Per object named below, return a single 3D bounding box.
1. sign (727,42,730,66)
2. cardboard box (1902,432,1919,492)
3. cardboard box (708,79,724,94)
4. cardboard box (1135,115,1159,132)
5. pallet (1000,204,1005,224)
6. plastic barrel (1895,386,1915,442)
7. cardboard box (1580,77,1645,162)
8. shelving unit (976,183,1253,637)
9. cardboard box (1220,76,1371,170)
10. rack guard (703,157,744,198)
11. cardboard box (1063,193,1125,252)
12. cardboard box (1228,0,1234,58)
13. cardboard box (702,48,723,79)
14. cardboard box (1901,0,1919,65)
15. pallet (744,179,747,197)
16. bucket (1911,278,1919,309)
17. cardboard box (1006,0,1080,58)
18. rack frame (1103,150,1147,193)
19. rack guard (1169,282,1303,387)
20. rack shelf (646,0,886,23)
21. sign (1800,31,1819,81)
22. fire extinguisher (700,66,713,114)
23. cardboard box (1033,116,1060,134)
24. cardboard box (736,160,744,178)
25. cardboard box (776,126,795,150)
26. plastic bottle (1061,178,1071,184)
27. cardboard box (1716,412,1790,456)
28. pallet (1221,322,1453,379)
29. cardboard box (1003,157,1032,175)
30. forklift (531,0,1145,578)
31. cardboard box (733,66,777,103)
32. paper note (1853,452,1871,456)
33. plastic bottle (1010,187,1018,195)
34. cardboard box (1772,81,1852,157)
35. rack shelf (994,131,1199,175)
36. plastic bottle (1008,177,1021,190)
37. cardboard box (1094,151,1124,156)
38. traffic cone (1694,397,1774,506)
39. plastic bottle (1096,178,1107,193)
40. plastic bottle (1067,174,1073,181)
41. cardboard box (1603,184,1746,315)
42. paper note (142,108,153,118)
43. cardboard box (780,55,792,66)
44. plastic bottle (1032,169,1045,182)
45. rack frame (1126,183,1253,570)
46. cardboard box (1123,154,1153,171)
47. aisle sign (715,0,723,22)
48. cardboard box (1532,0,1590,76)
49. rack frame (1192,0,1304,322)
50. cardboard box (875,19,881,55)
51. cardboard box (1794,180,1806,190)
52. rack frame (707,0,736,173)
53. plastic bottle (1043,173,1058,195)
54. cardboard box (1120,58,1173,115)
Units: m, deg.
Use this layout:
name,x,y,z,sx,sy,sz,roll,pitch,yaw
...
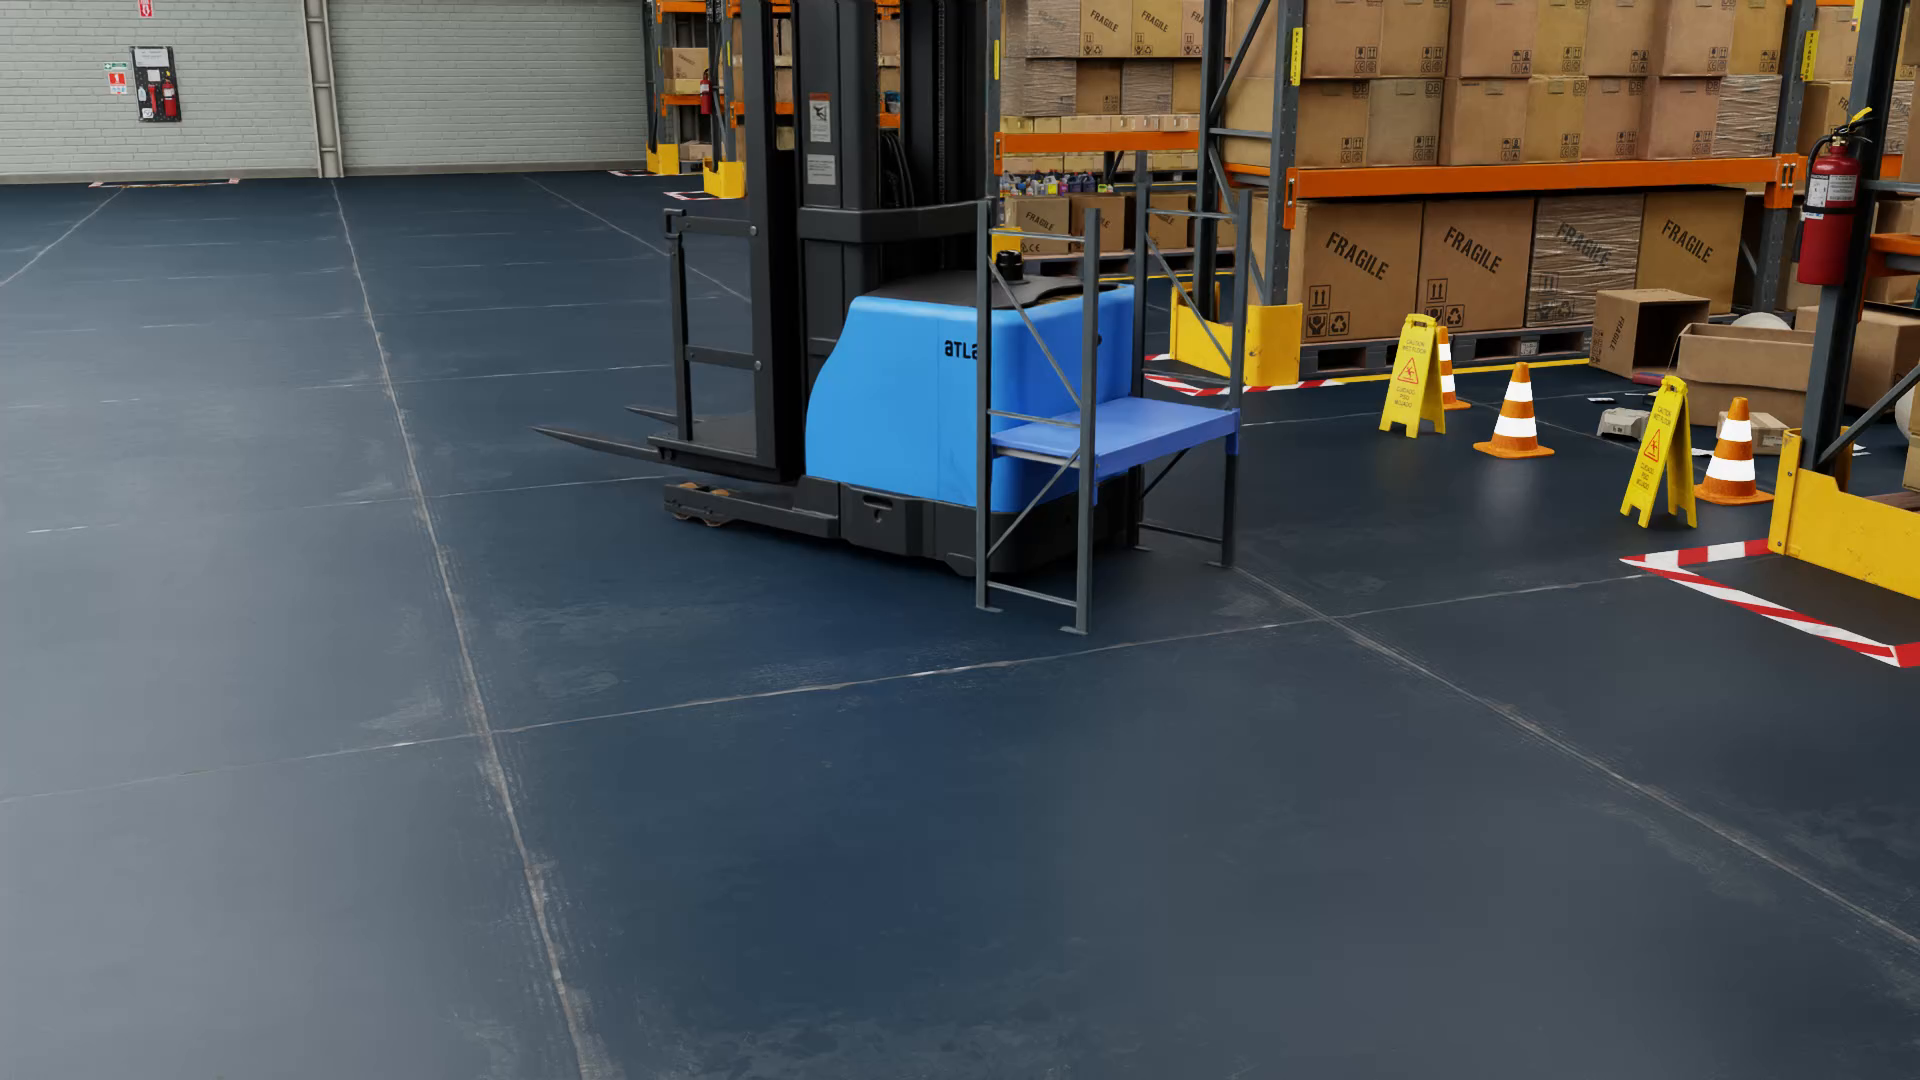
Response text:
name,x,y,z,sx,sy,sz,roll,pitch,yaw
sign,-3.228,-6.787,23.208,0.005,0.325,0.100,-6,17,-20
cardboard box,4.347,-0.303,6.940,0.500,0.250,0.500,-6,17,-20
cardboard box,-4.148,-7.742,28.370,0.500,0.250,0.500,-7,18,-22
cardboard box,1.636,-3.846,15.318,0.250,0.149,0.380,-6,17,-20
pallet,0.300,-4.061,20.552,1.213,0.211,1.003,-6,17,-20
plastic barrel,5.053,-0.636,8.513,0.421,0.421,0.512,6,17,18
cardboard box,4.144,-2.908,11.411,0.550,0.550,0.875,-6,17,-20
shelving unit,0.583,-0.535,6.256,0.538,1.500,1.048,13,21,37
cardboard box,2.131,-2.679,10.632,0.550,0.550,0.875,-6,17,-20
rack guard,-3.444,-5.278,24.184,0.348,0.500,1.175,-6,17,-20
cardboard box,1.255,-3.003,15.692,0.500,0.500,0.500,-2,16,-6
cardboard box,2.600,-4.728,15.395,0.500,0.500,0.500,-6,17,-20
cardboard box,-4.179,-8.096,28.245,0.500,0.500,0.500,-6,17,-20
cardboard box,4.065,-2.045,6.259,0.500,0.500,0.700,-7,18,-21
pallet,-2.722,-5.230,24.533,1.213,0.211,1.003,-6,17,-20
bucket,6.234,-1.500,9.993,0.620,0.611,0.726,9,16,-4
cardboard box,0.731,-4.527,14.711,0.500,0.500,0.500,-6,17,-20
rack frame,2.083,-5.579,20.774,0.127,3.000,1.000,-6,17,-20
rack guard,1.778,-1.356,10.829,0.348,0.500,1.175,-6,17,-20
rack shelf,-3.330,-9.078,28.643,4.000,0.370,1.077,-6,17,-20
sign,5.736,-3.269,11.228,0.005,0.325,0.100,-6,17,-20
fire extinguisher,-3.698,-6.553,24.227,0.183,0.674,0.296,-6,17,-20
cardboard box,0.712,-3.739,14.952,0.250,0.149,0.380,-6,17,-20
cardboard box,-3.026,-5.494,24.617,0.500,0.250,0.500,-6,17,-20
cardboard box,-2.375,-5.768,24.221,0.500,0.500,0.500,-6,17,-20
plastic bottle,1.329,-4.360,20.675,0.135,0.276,0.152,-6,17,-20
cardboard box,4.167,-0.561,8.746,0.250,0.149,0.380,3,17,9
pallet,2.519,-1.321,11.222,1.213,0.211,1.003,-6,17,-20
cardboard box,0.779,-5.741,25.458,0.500,0.250,0.500,-7,18,-21
forklift,-0.700,-1.569,7.238,3.031,2.935,1.130,12,20,35
cardboard box,-2.981,-6.571,23.975,0.500,0.500,0.700,-6,17,-20
paper note,4.652,-0.445,8.595,0.123,0.001,0.032,-6,17,-20
plastic bottle,0.658,-4.200,20.263,0.097,0.201,0.097,0,16,0
cardboard box,6.123,-2.991,11.784,0.500,0.500,0.500,-6,17,-19
rack shelf,1.988,-3.730,15.752,4.000,0.370,1.077,-6,17,-20
plastic bottle,0.684,-4.413,20.856,0.135,0.276,0.152,-6,17,-20
cardboard box,2.224,-6.166,25.911,0.500,0.311,0.500,-6,17,-19
traffic cone,3.606,-0.431,7.745,0.334,0.463,0.336,-6,17,-20
plastic bottle,1.752,-4.352,20.634,0.133,0.283,0.061,-5,17,-17
plastic bottle,1.375,-4.503,21.148,0.133,0.283,0.061,-6,17,-20
cardboard box,4.923,-2.098,11.945,0.875,0.875,0.875,-6,17,-19
paper note,-12.967,-6.815,26.544,0.142,0.148,0.016,-6,17,-20
cardboard box,-2.499,-6.874,23.854,0.250,0.149,0.380,-6,17,-20
plastic bottle,1.005,-4.528,21.116,0.185,0.351,0.144,-7,18,-22
rack frame,0.903,-0.646,6.636,0.500,1.500,0.032,13,21,37
cardboard box,2.694,-5.949,26.166,0.500,0.250,0.500,-6,17,-19
aisle sign,-3.373,-7.640,23.177,0.004,0.787,0.394,-6,17,-20
cardboard box,3.661,-3.363,11.045,0.500,0.550,0.875,-6,17,-20
rack frame,1.801,-2.558,10.485,0.127,3.000,1.000,-6,17,-20
cardboard box,-1.504,-7.355,24.342,0.500,0.500,0.700,-6,17,-20
cardboard box,9.077,-4.014,18.468,0.875,0.875,1.225,-6,17,-20
rack frame,-3.421,-6.480,23.840,0.127,3.000,1.000,-6,17,-20
plastic bottle,1.104,-4.327,20.430,0.185,0.351,0.144,-6,17,-20
cardboard box,1.550,-4.233,15.484,0.500,0.500,0.875,-6,17,-20
